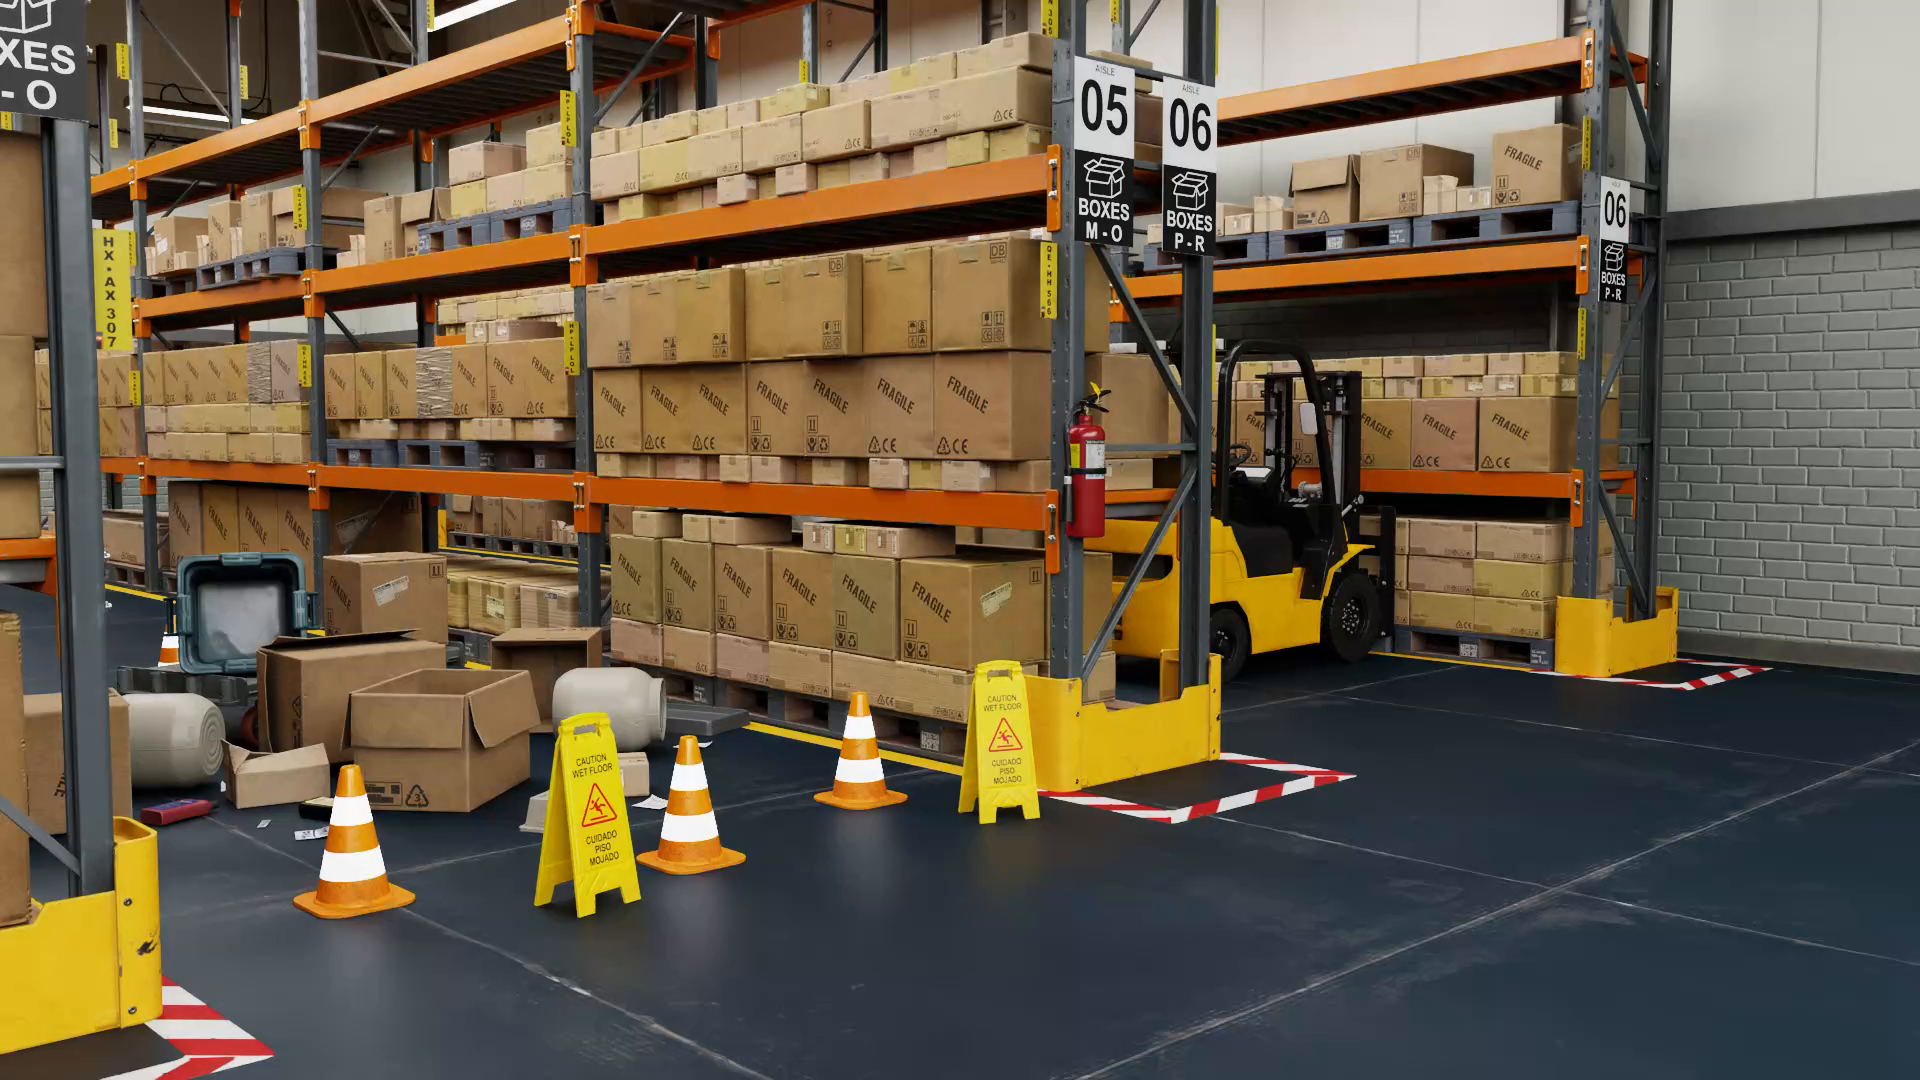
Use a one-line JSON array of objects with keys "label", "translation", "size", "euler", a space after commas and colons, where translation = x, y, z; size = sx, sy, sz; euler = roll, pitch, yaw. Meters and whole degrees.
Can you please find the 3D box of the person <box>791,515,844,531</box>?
[{"label": "person", "translation": [-1.057, -0.072, 11.778], "size": [0.439, 1.747, 0.602], "euler": [3, 5, 42]}]
